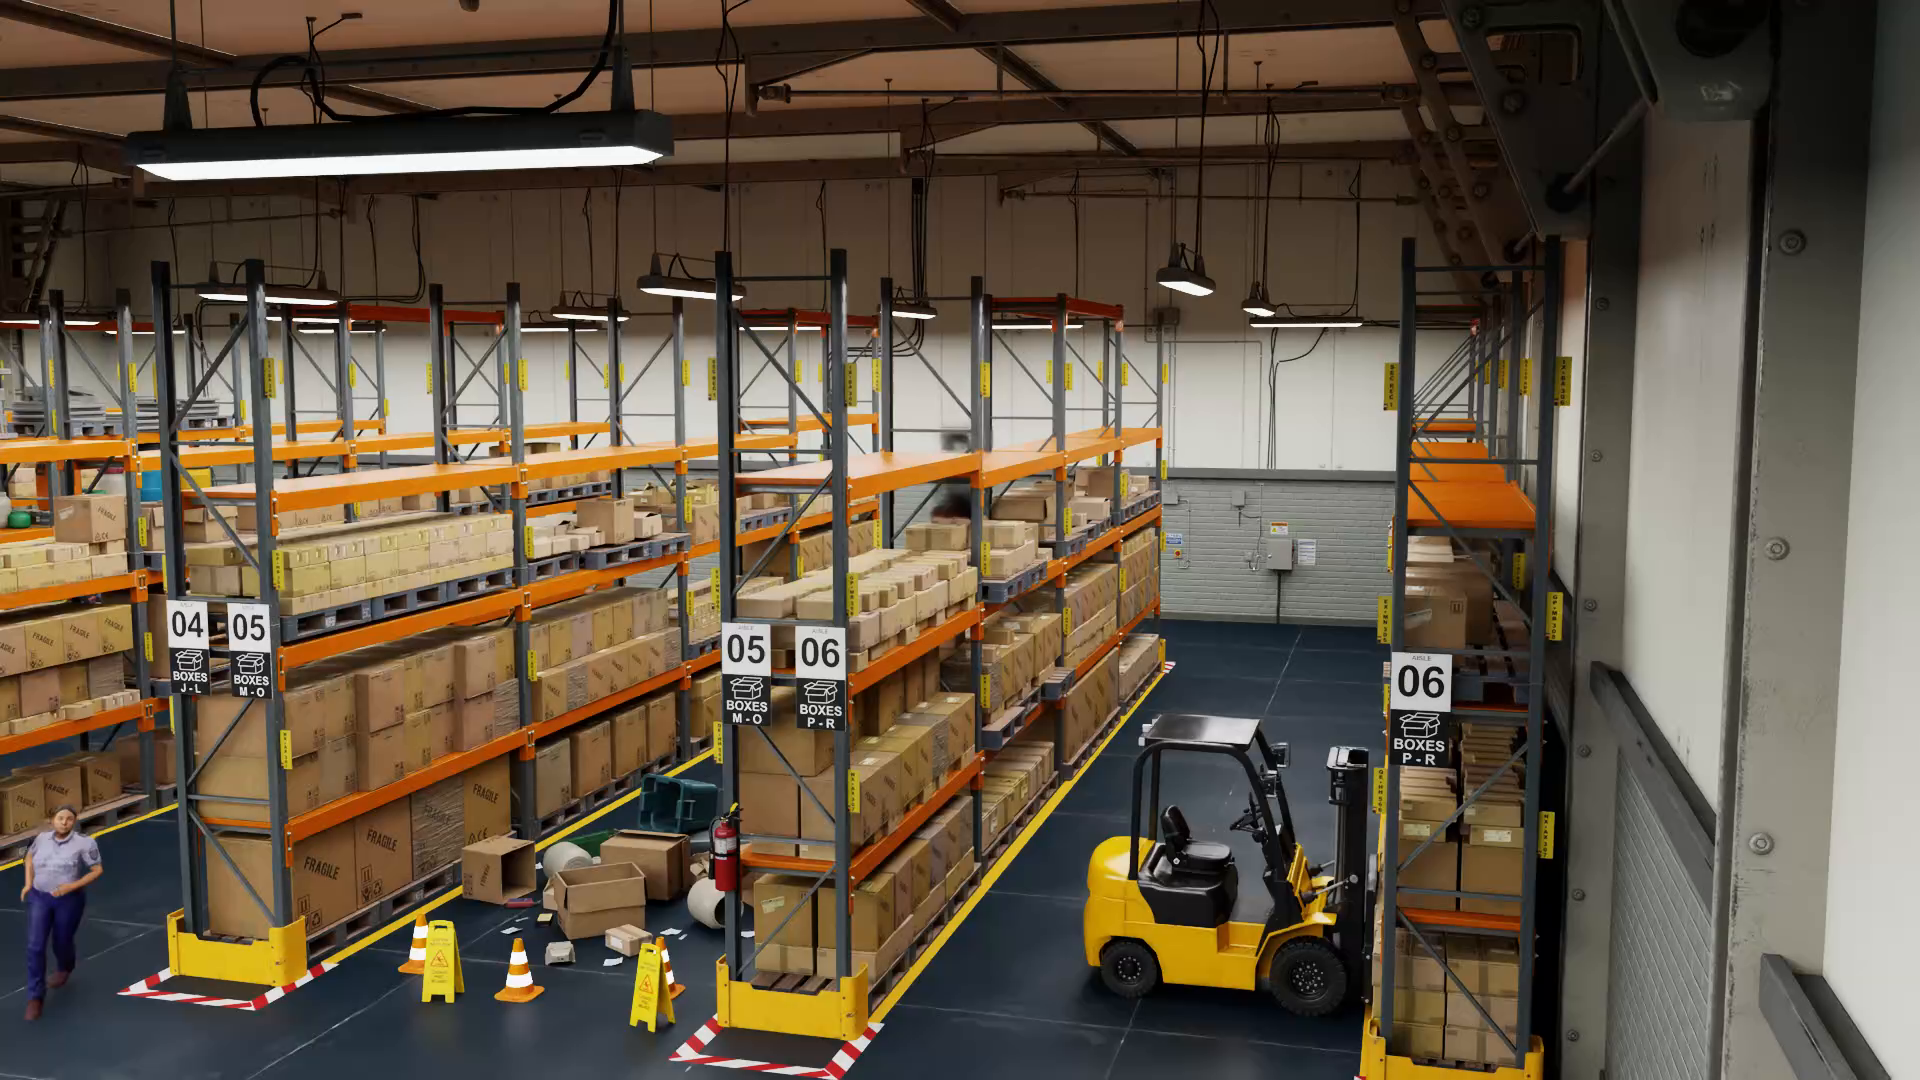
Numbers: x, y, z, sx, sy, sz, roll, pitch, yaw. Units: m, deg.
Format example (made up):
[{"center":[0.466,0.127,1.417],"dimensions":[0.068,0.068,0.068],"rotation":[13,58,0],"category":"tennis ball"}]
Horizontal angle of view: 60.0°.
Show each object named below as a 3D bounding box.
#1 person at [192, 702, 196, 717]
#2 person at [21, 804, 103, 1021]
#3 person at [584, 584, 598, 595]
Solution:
[{"center":[-10.615,1.803,23.238],"dimensions":[0.700,1.754,0.989],"rotation":[1,6,6],"category":"person"},{"center":[-7.254,2.947,13.469],"dimensions":[0.615,1.655,0.807],"rotation":[-2,6,-15],"category":"person"},{"center":[-5.914,1.493,26.644],"dimensions":[0.602,1.734,0.812],"rotation":[1,6,8],"category":"person"}]
